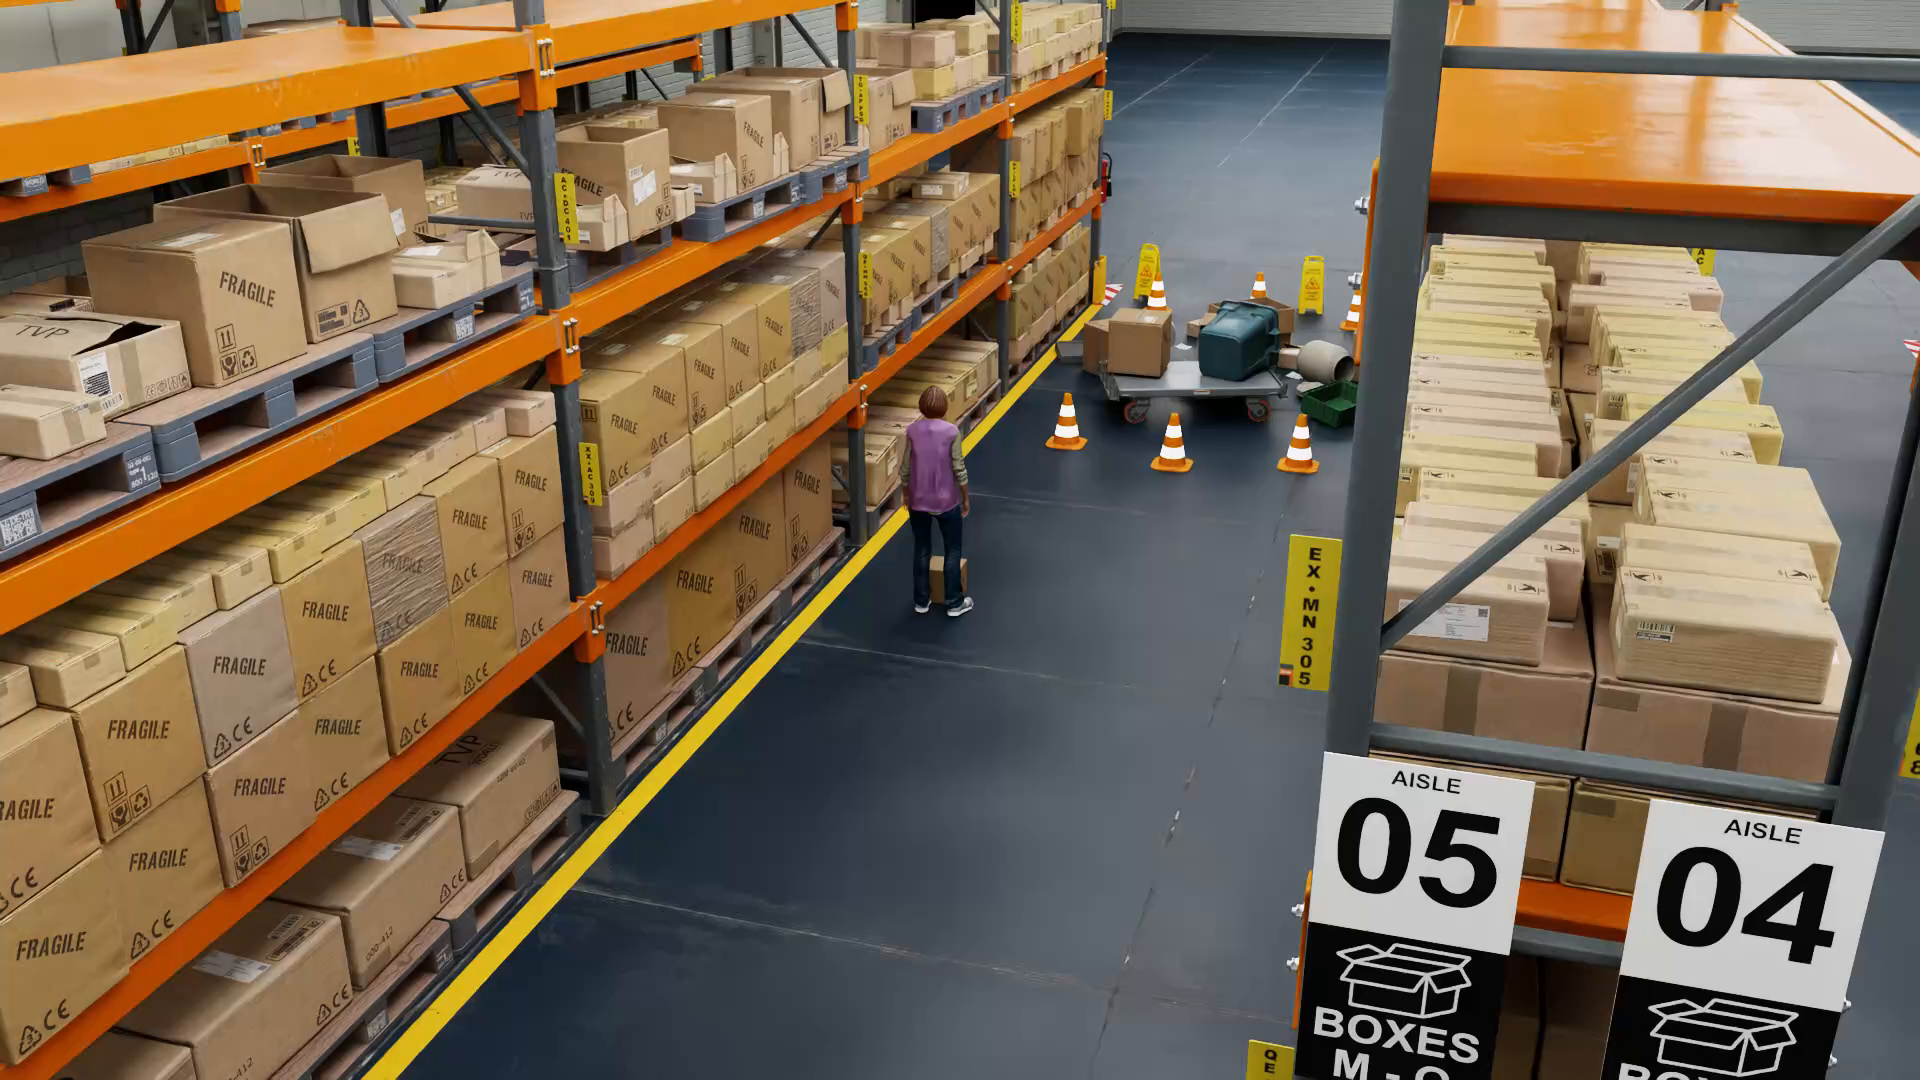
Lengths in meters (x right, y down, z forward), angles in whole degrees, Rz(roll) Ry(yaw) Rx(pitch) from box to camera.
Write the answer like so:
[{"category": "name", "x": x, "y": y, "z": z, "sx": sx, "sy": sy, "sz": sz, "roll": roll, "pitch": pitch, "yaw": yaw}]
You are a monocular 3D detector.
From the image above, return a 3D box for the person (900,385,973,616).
[{"category": "person", "x": -0.165, "y": -0.252, "z": 11.221, "sx": 0.476, "sy": 1.592, "sz": 0.348, "roll": 6, "pitch": 23, "yaw": 14}]
